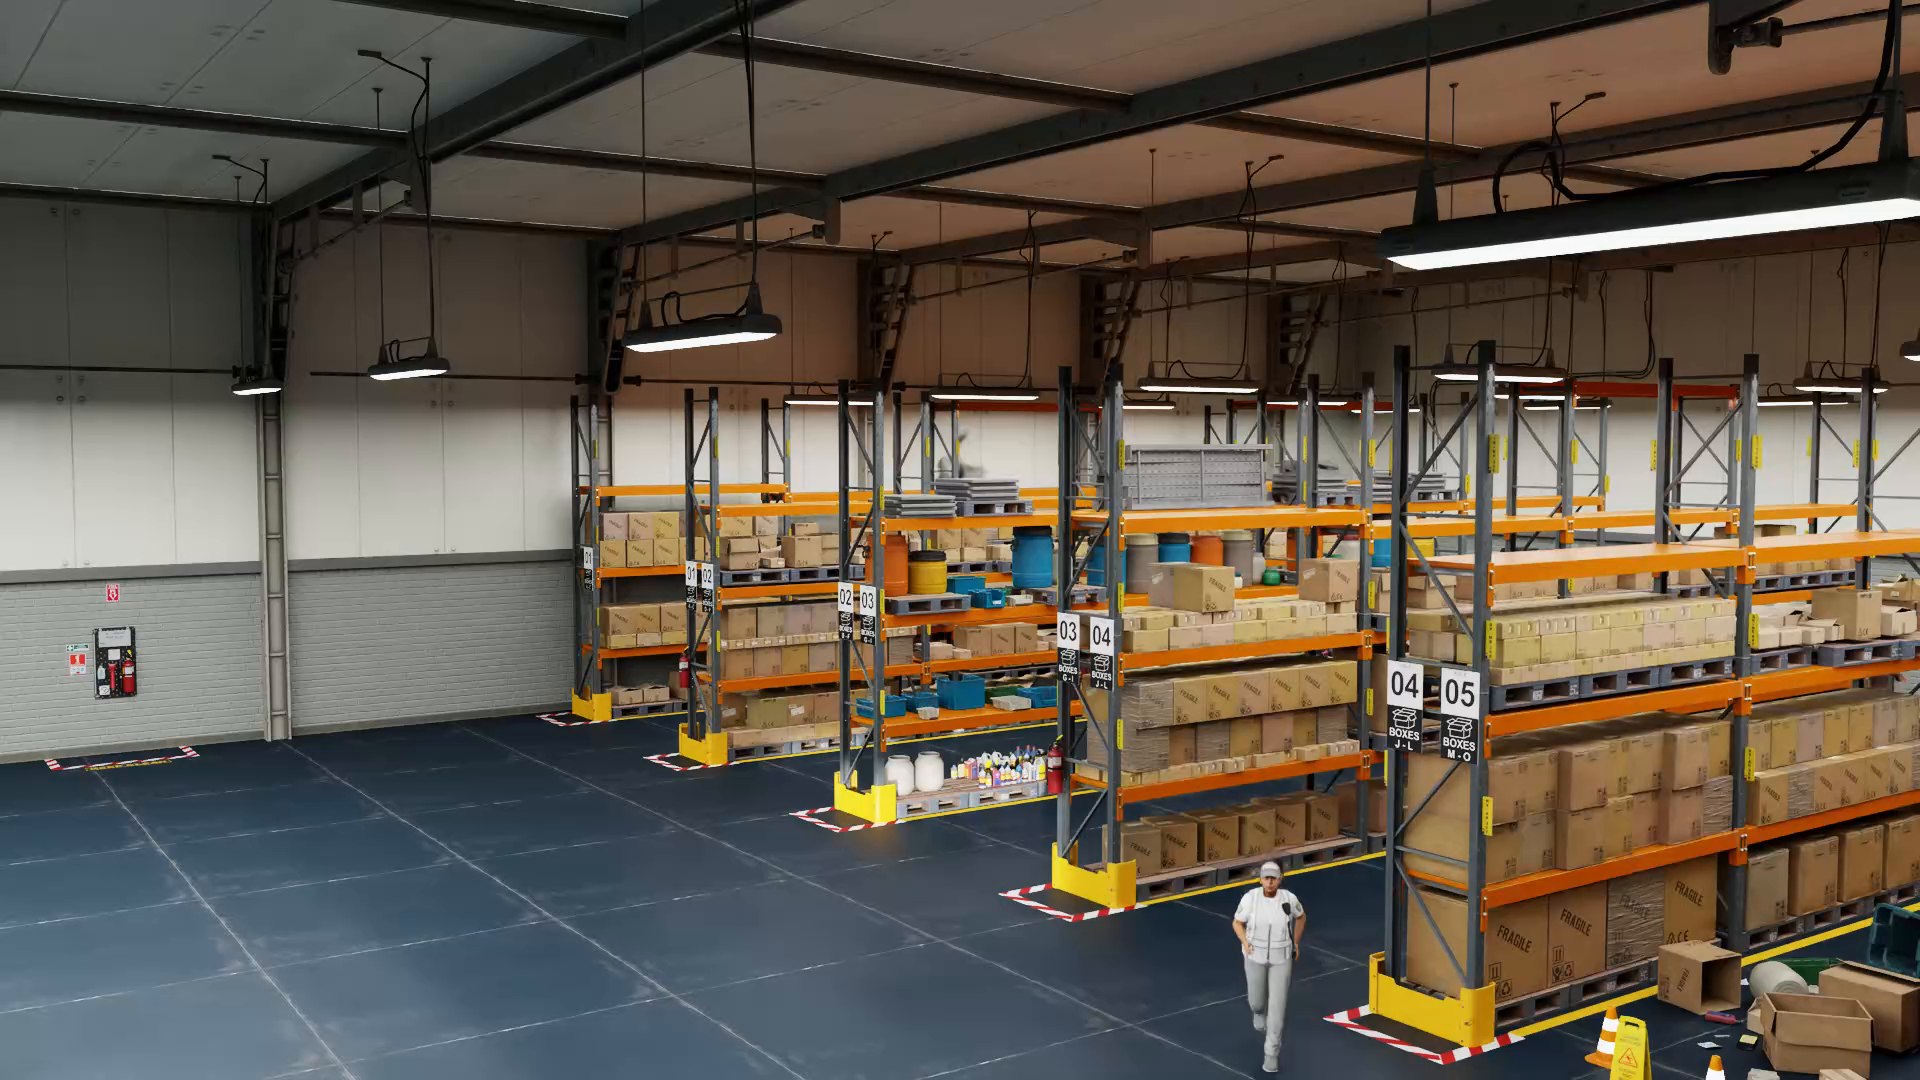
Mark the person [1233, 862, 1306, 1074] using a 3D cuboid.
[{"bbox_3d":[2.590,3.510,13.937,0.607,1.660,0.874,1,4,12],"label":"person"}]

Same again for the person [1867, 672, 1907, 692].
[{"bbox_3d":[15.664,2.600,28.281,0.726,1.824,0.796,-2,4,-27],"label":"person"}]

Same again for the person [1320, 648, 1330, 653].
[{"bbox_3d":[7.168,2.424,32.191,0.561,1.609,0.562,-3,4,-36],"label":"person"}]

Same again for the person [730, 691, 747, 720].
[{"bbox_3d":[-4.016,2.573,29.101,0.767,1.786,0.638,-3,5,-42],"label":"person"}]
